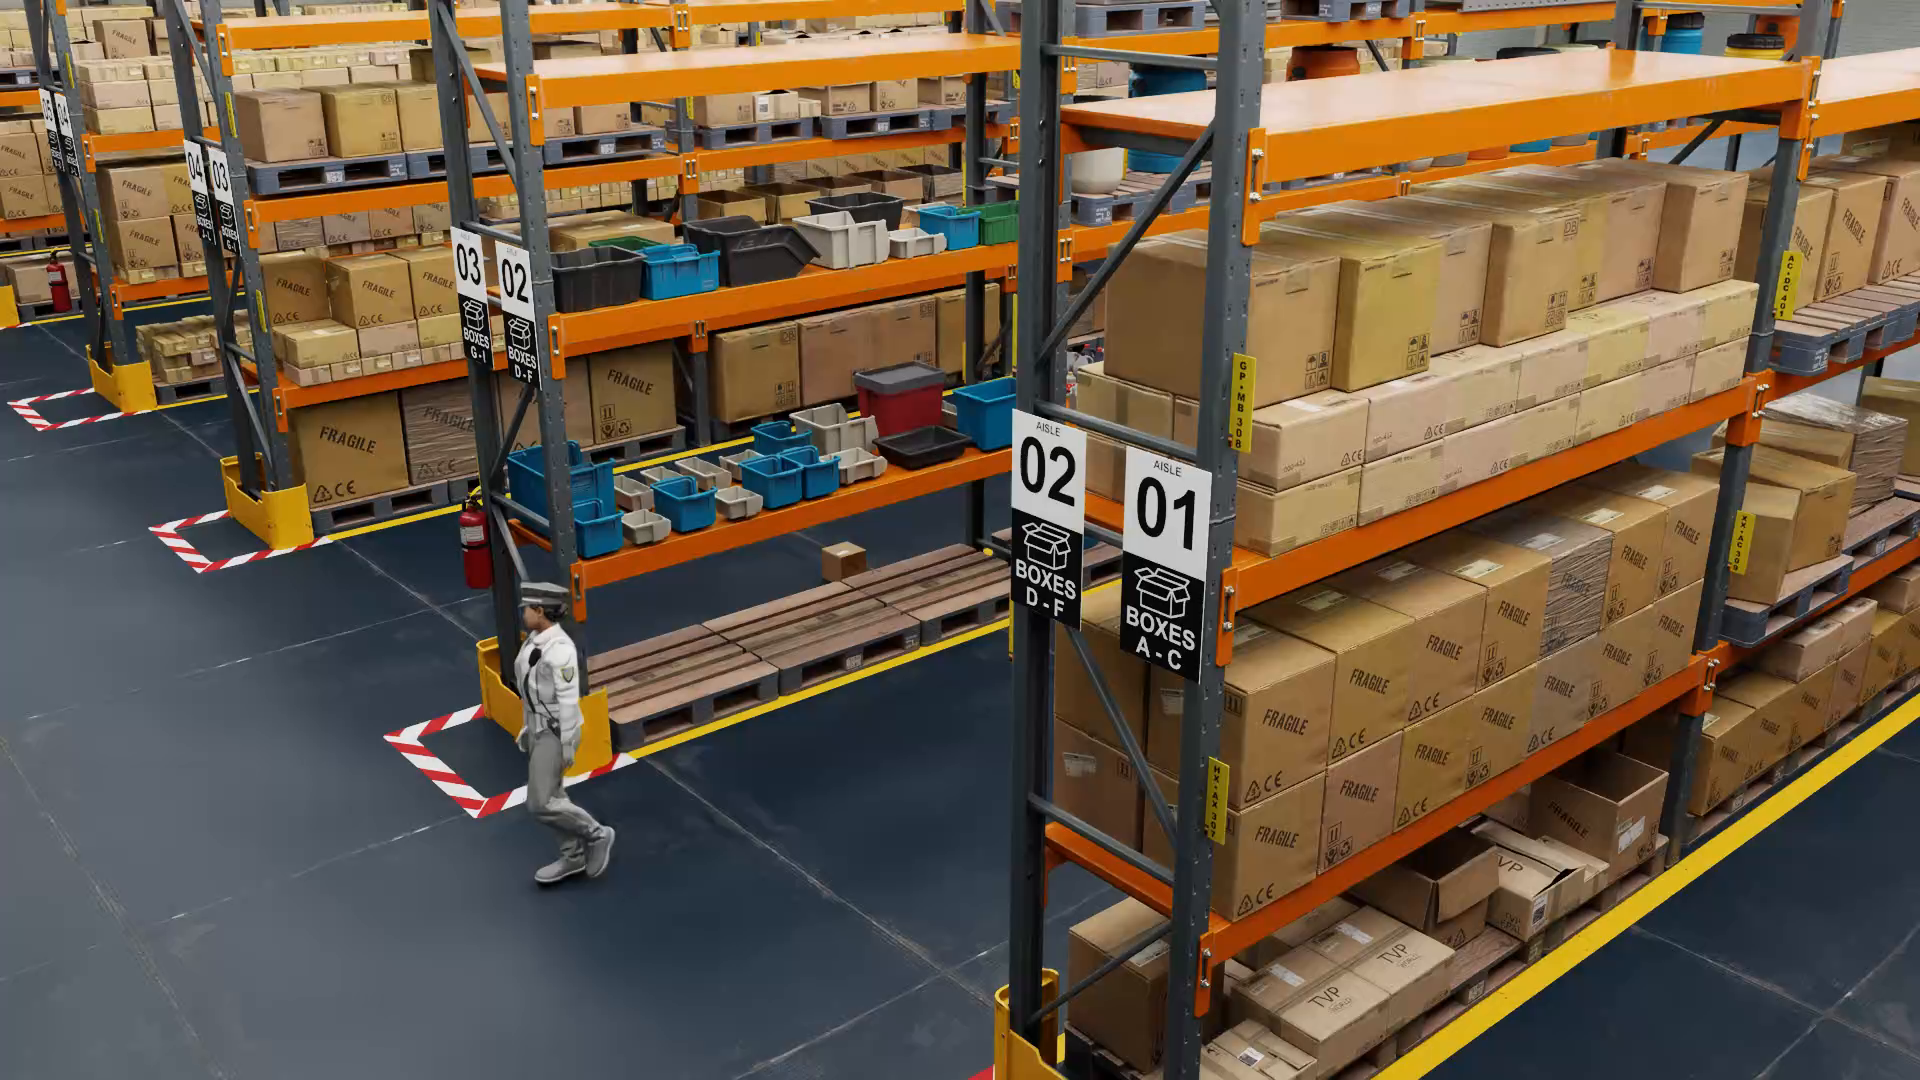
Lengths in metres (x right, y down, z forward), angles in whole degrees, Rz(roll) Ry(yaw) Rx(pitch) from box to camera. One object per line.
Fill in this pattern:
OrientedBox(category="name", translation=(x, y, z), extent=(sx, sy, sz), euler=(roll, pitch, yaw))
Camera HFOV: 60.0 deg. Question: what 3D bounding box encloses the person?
OrientedBox(category="person", translation=(-2.166, 1.026, 8.878), extent=(0.453, 1.647, 0.531), euler=(-12, 24, -28))
